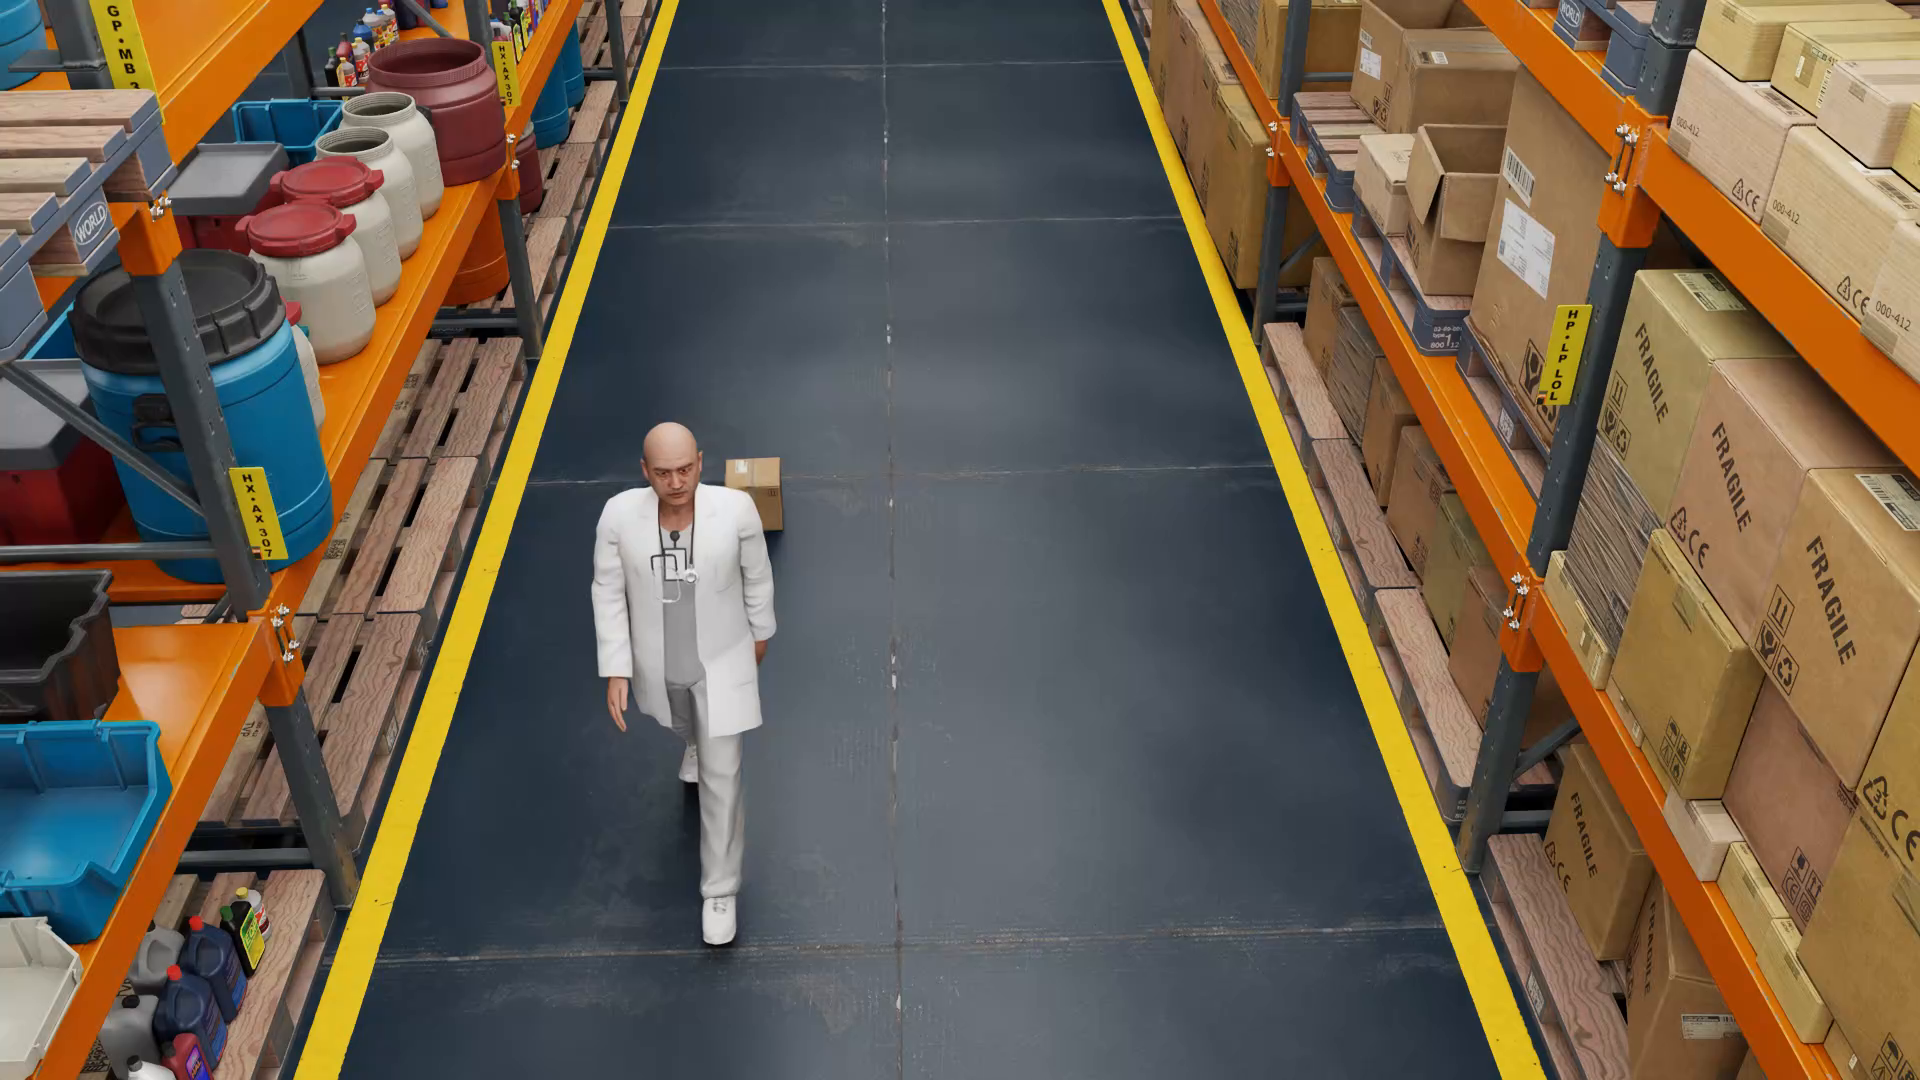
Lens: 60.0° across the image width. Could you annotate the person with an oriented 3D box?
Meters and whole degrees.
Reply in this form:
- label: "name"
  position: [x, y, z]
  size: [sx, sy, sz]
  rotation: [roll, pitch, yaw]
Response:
- label: "person"
  position: [-0.920, 0.386, 5.600]
  size: [0.576, 1.726, 1.151]
  rotation: [0, 35, 1]
